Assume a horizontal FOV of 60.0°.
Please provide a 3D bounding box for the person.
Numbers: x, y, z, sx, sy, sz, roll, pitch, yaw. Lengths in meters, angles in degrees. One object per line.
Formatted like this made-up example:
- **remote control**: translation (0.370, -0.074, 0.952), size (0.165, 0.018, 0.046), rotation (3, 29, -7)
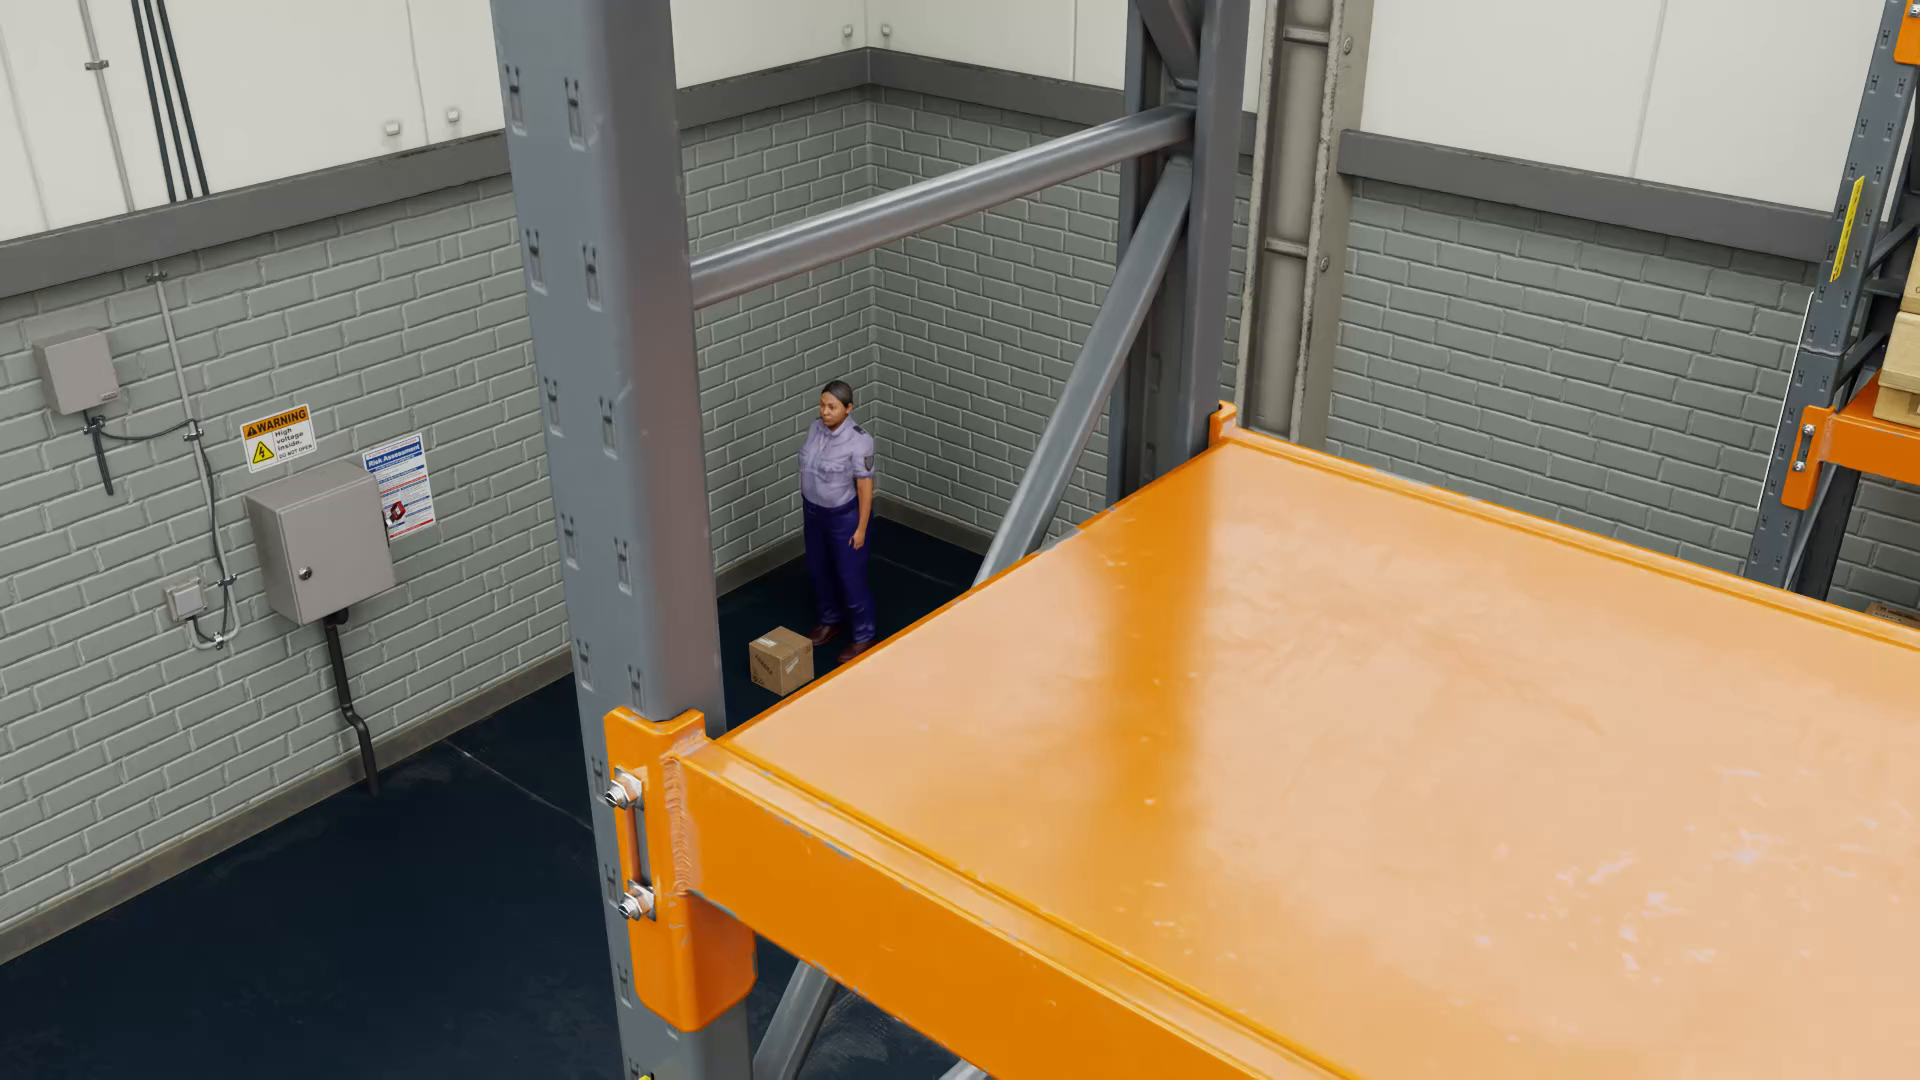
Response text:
- **person**: translation (-0.679, -0.111, 9.261), size (0.466, 1.646, 0.343), rotation (22, 35, 35)
